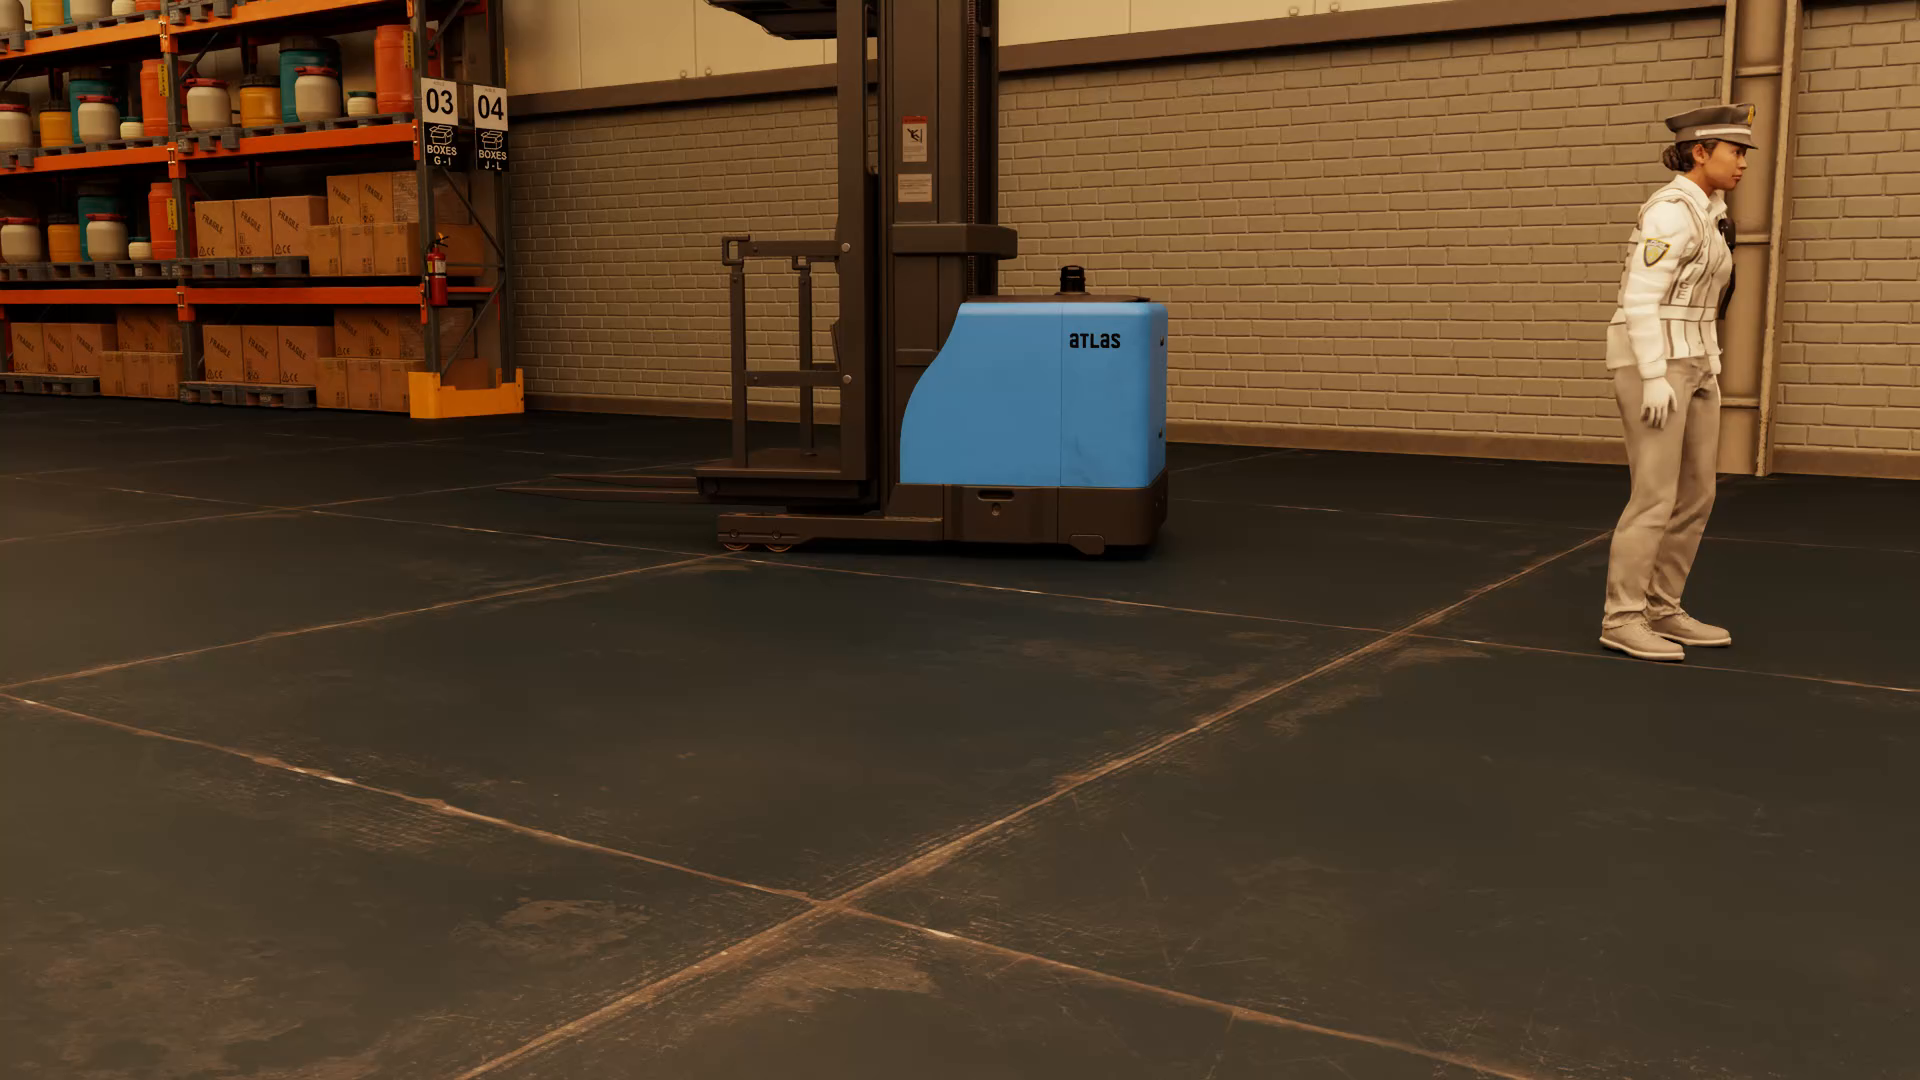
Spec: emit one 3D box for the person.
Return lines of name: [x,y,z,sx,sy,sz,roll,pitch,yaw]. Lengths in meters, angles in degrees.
person: [2.219,-0.492,5.157,0.547,1.664,0.375,-8,11,-44]

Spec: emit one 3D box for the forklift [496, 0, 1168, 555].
forklift: [-0.596,-1.469,7.520,3.031,2.935,1.130,2,8,12]
